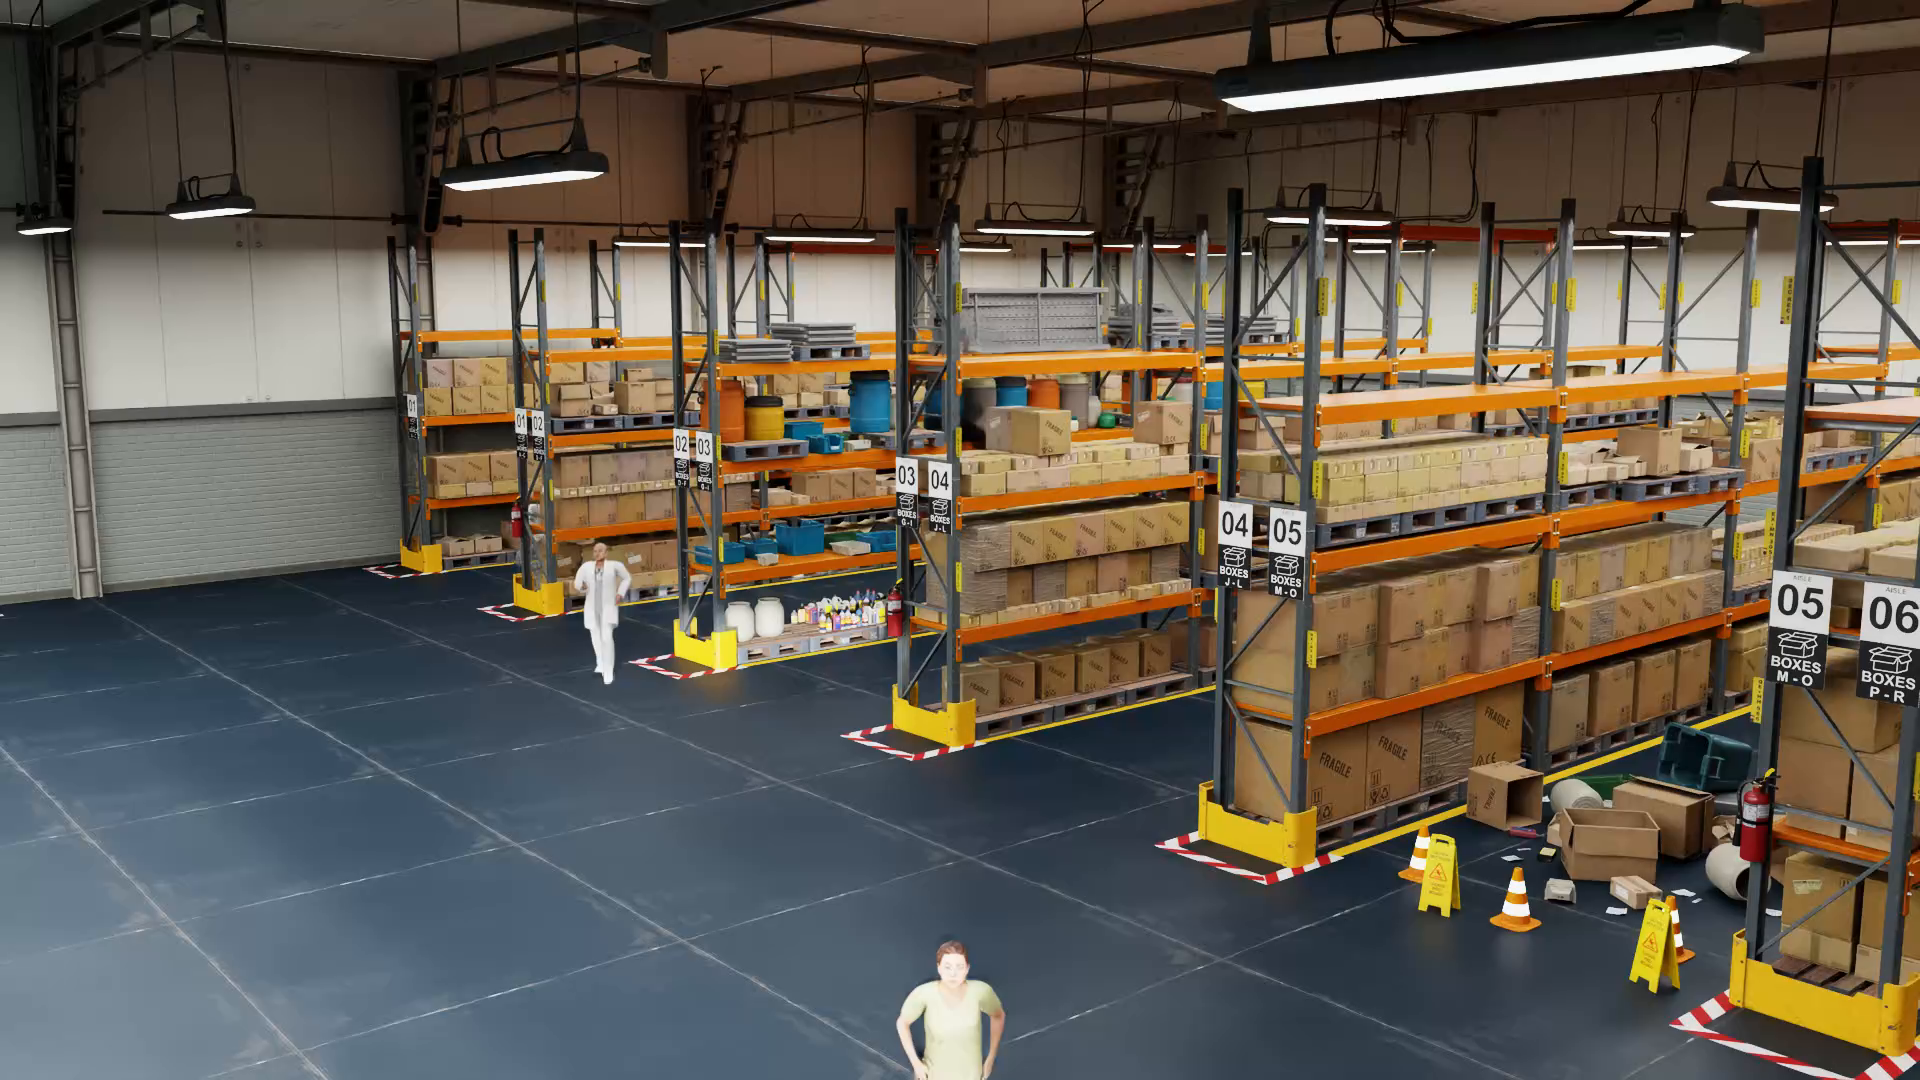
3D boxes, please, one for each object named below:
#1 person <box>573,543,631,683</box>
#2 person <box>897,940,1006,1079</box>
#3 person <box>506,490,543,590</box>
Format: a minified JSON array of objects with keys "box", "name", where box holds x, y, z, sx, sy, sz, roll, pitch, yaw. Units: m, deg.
[{"box":[-4.717,0.956,21.839,0.705,1.853,0.750,1,9,5],"name":"person"},{"box":[-0.047,2.974,9.211,0.604,1.650,0.788,0,9,-2],"name":"person"},{"box":[-7.300,0.000,27.999,0.630,1.734,0.682,-8,12,-42],"name":"person"}]
